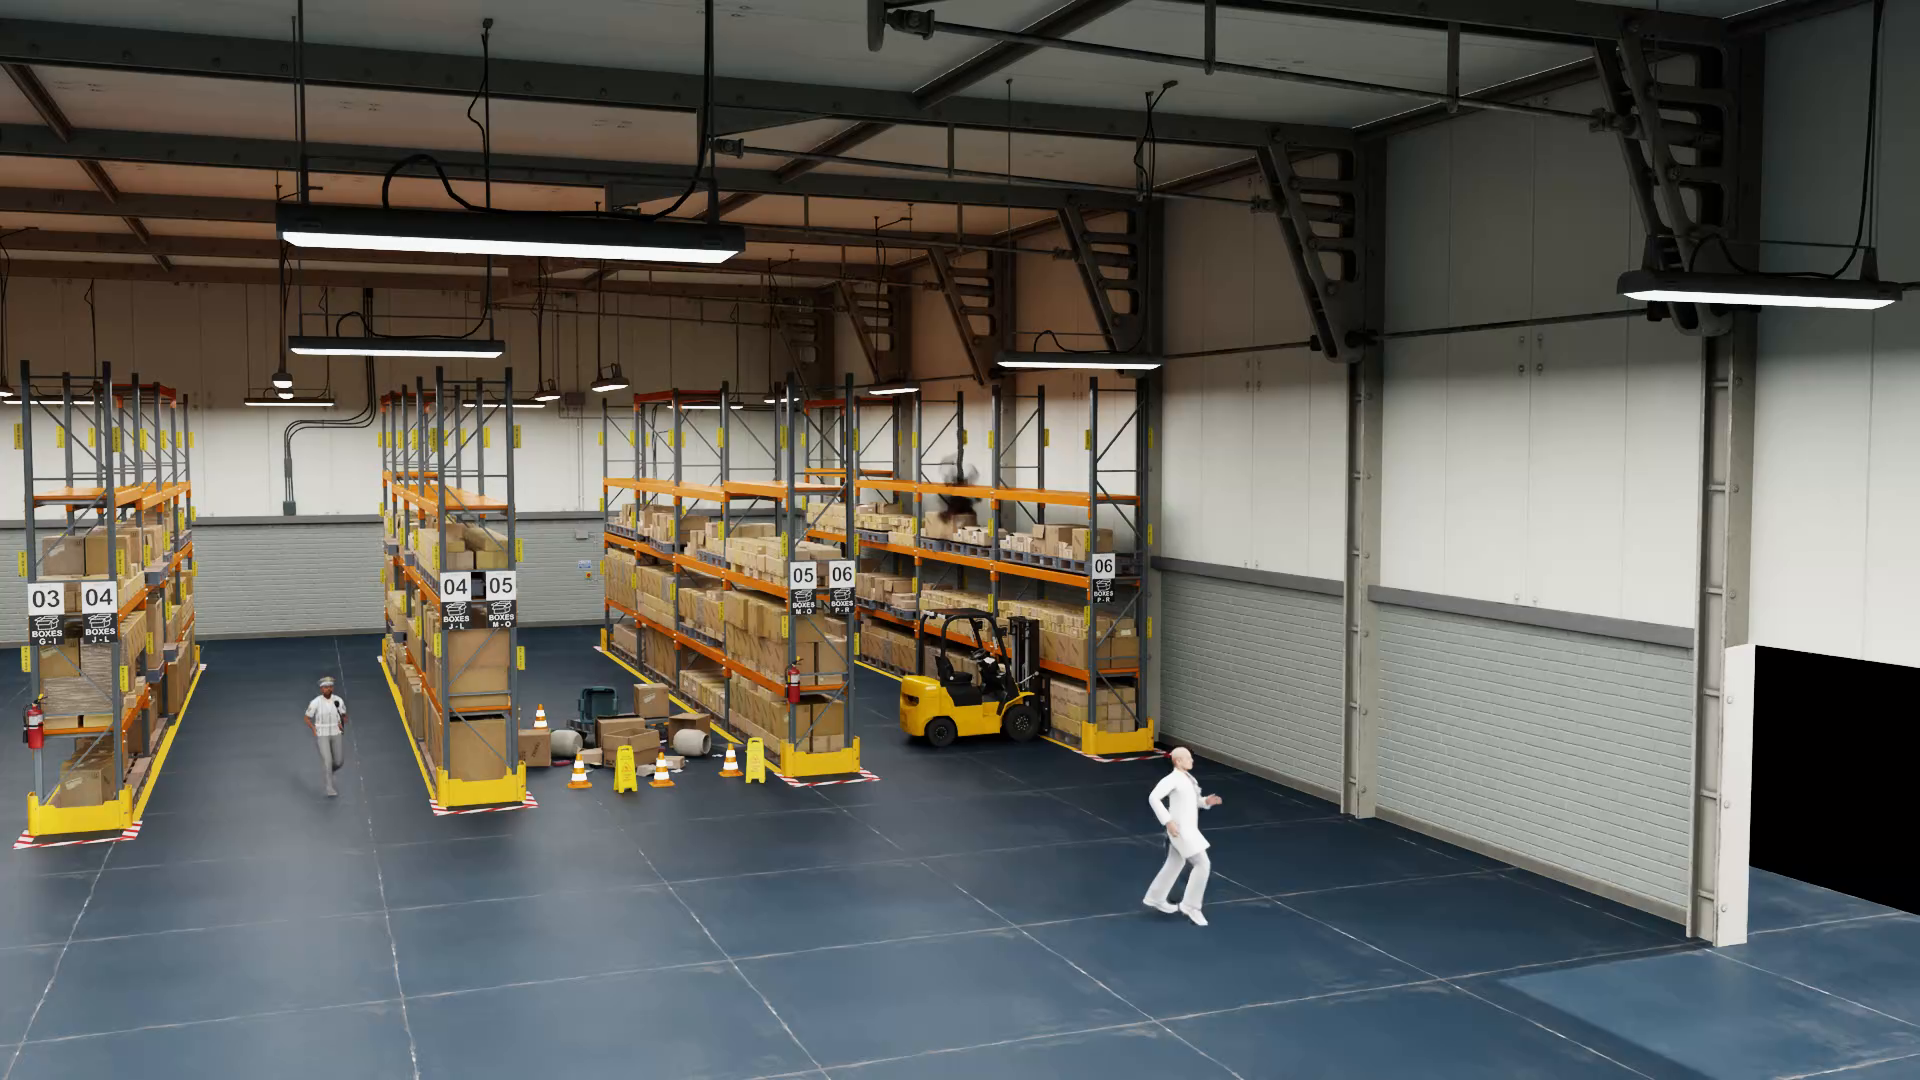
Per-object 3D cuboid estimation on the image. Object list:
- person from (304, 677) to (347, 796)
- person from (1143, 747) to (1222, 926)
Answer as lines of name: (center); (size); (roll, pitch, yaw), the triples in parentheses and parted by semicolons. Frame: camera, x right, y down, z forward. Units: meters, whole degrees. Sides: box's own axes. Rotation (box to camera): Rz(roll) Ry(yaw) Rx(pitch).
person: (-8.959, 2.756, 23.523); (0.564, 1.654, 0.643); (-2, 4, -34)
person: (2.307, 3.083, 17.303); (0.831, 1.835, 0.668); (1, 4, 15)
